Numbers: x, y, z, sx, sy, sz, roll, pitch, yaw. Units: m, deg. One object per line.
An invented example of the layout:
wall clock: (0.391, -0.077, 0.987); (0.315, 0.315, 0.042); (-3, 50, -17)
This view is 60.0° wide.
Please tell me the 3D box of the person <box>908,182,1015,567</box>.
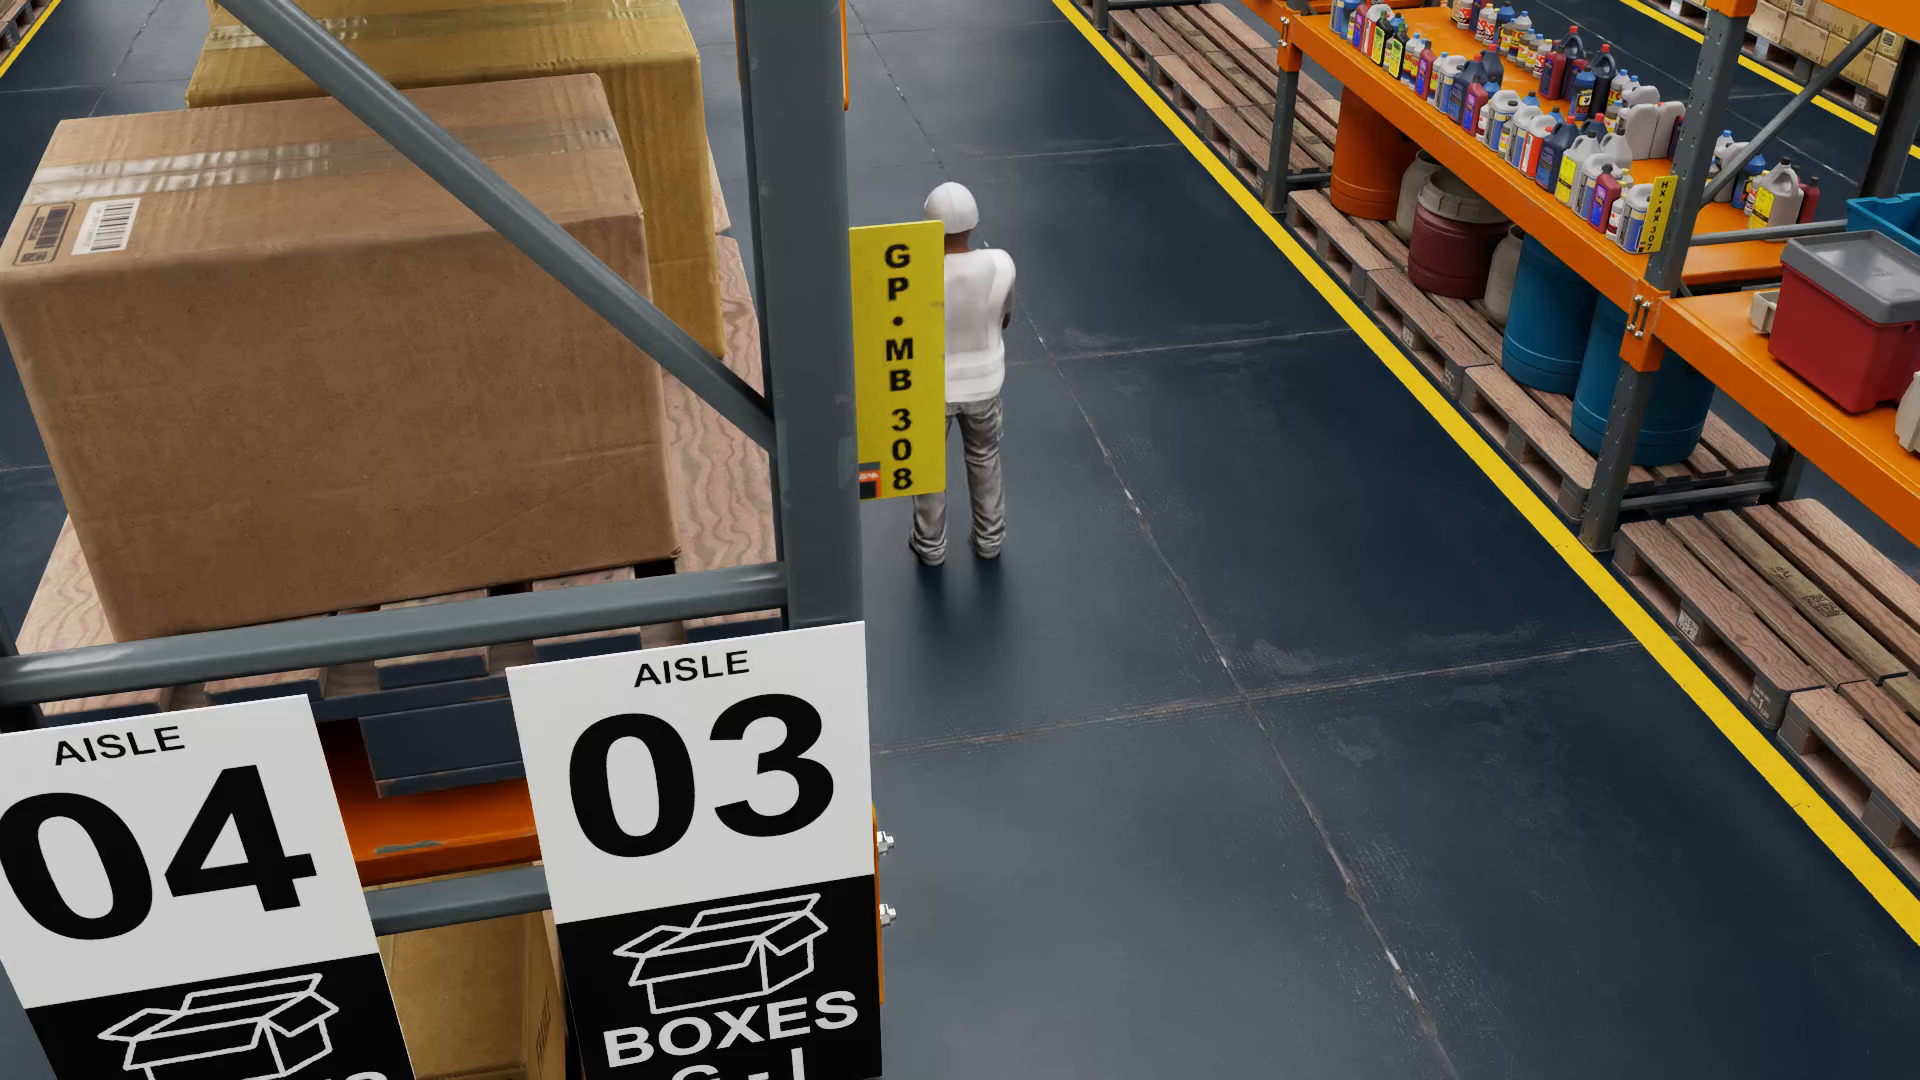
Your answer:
person: (-0.048, -0.730, 7.200); (0.532, 1.789, 0.541); (-7, 35, -11)
